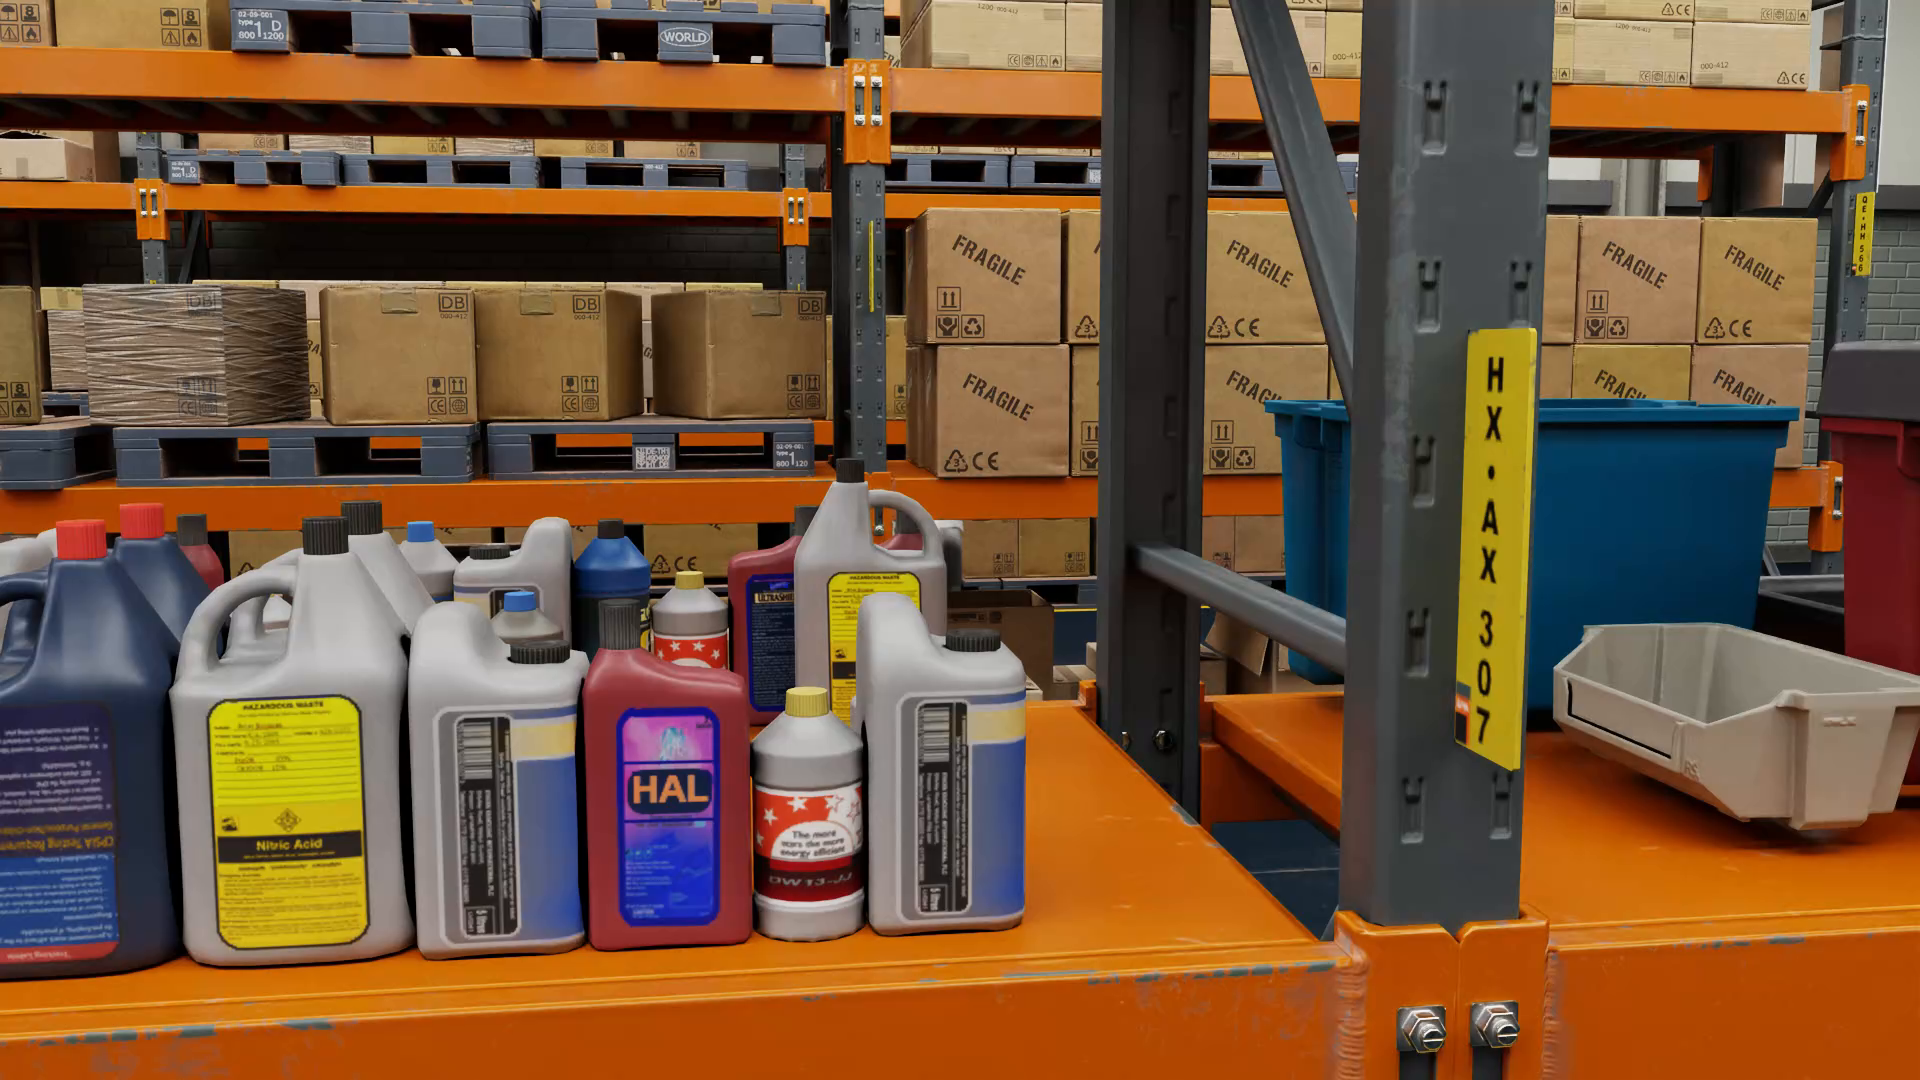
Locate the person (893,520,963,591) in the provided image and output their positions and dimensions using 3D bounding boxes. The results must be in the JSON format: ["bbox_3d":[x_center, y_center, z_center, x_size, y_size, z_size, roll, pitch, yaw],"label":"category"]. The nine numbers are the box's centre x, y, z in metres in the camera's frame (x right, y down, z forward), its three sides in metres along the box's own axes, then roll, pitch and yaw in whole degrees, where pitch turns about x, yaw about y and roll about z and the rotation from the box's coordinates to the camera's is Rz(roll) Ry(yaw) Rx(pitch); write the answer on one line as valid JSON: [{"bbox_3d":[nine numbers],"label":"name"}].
[{"bbox_3d":[-0.228,0.203,9.605,0.444,0.972,0.901,-1,7,-11],"label":"person"}]
